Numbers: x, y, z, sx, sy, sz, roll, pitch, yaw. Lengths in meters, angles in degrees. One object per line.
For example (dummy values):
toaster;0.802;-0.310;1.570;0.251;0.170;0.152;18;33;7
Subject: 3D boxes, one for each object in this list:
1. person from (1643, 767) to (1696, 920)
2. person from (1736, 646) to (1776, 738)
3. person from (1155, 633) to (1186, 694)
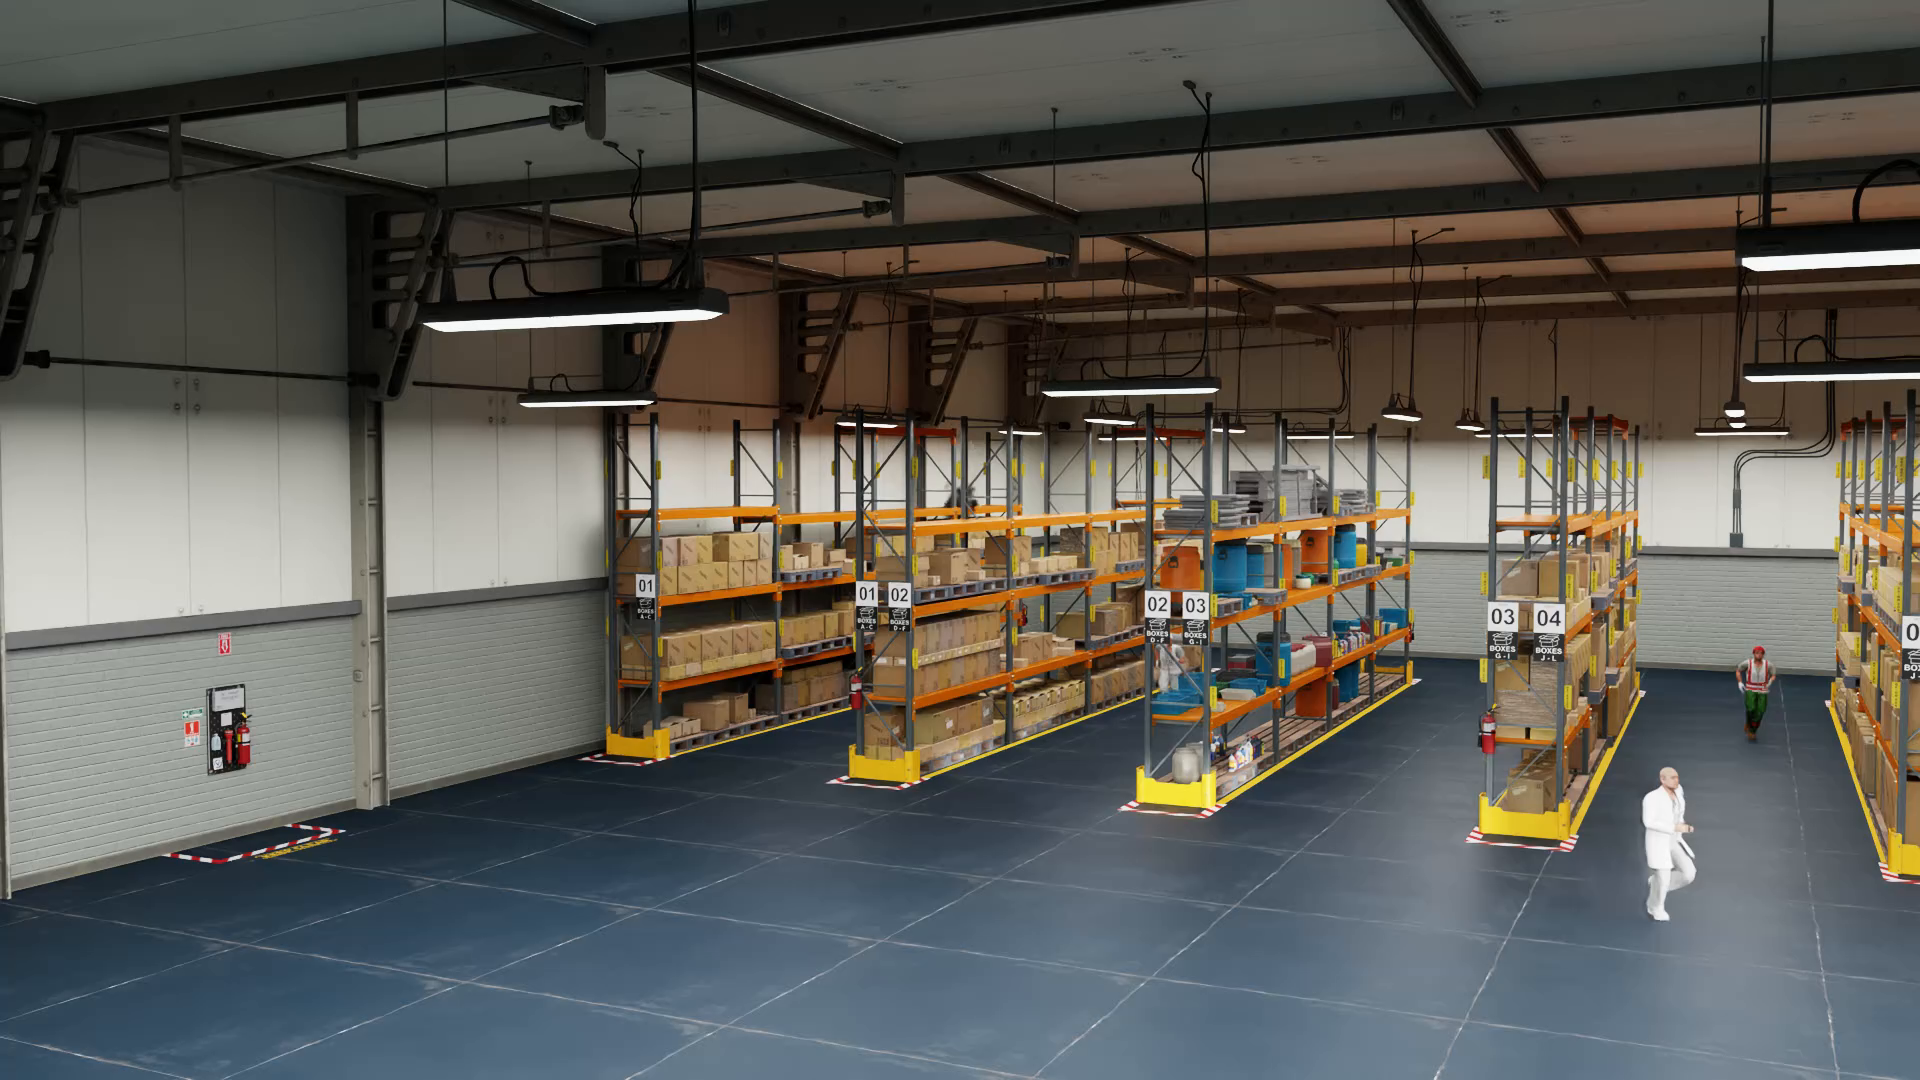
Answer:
person;7.834;3.360;18.335;0.761;1.729;0.724;-1;3;-23
person;14.800;2.830;30.874;0.662;1.736;0.565;1;3;17
person;4.230;2.726;33.434;0.653;1.792;0.989;1;2;13
